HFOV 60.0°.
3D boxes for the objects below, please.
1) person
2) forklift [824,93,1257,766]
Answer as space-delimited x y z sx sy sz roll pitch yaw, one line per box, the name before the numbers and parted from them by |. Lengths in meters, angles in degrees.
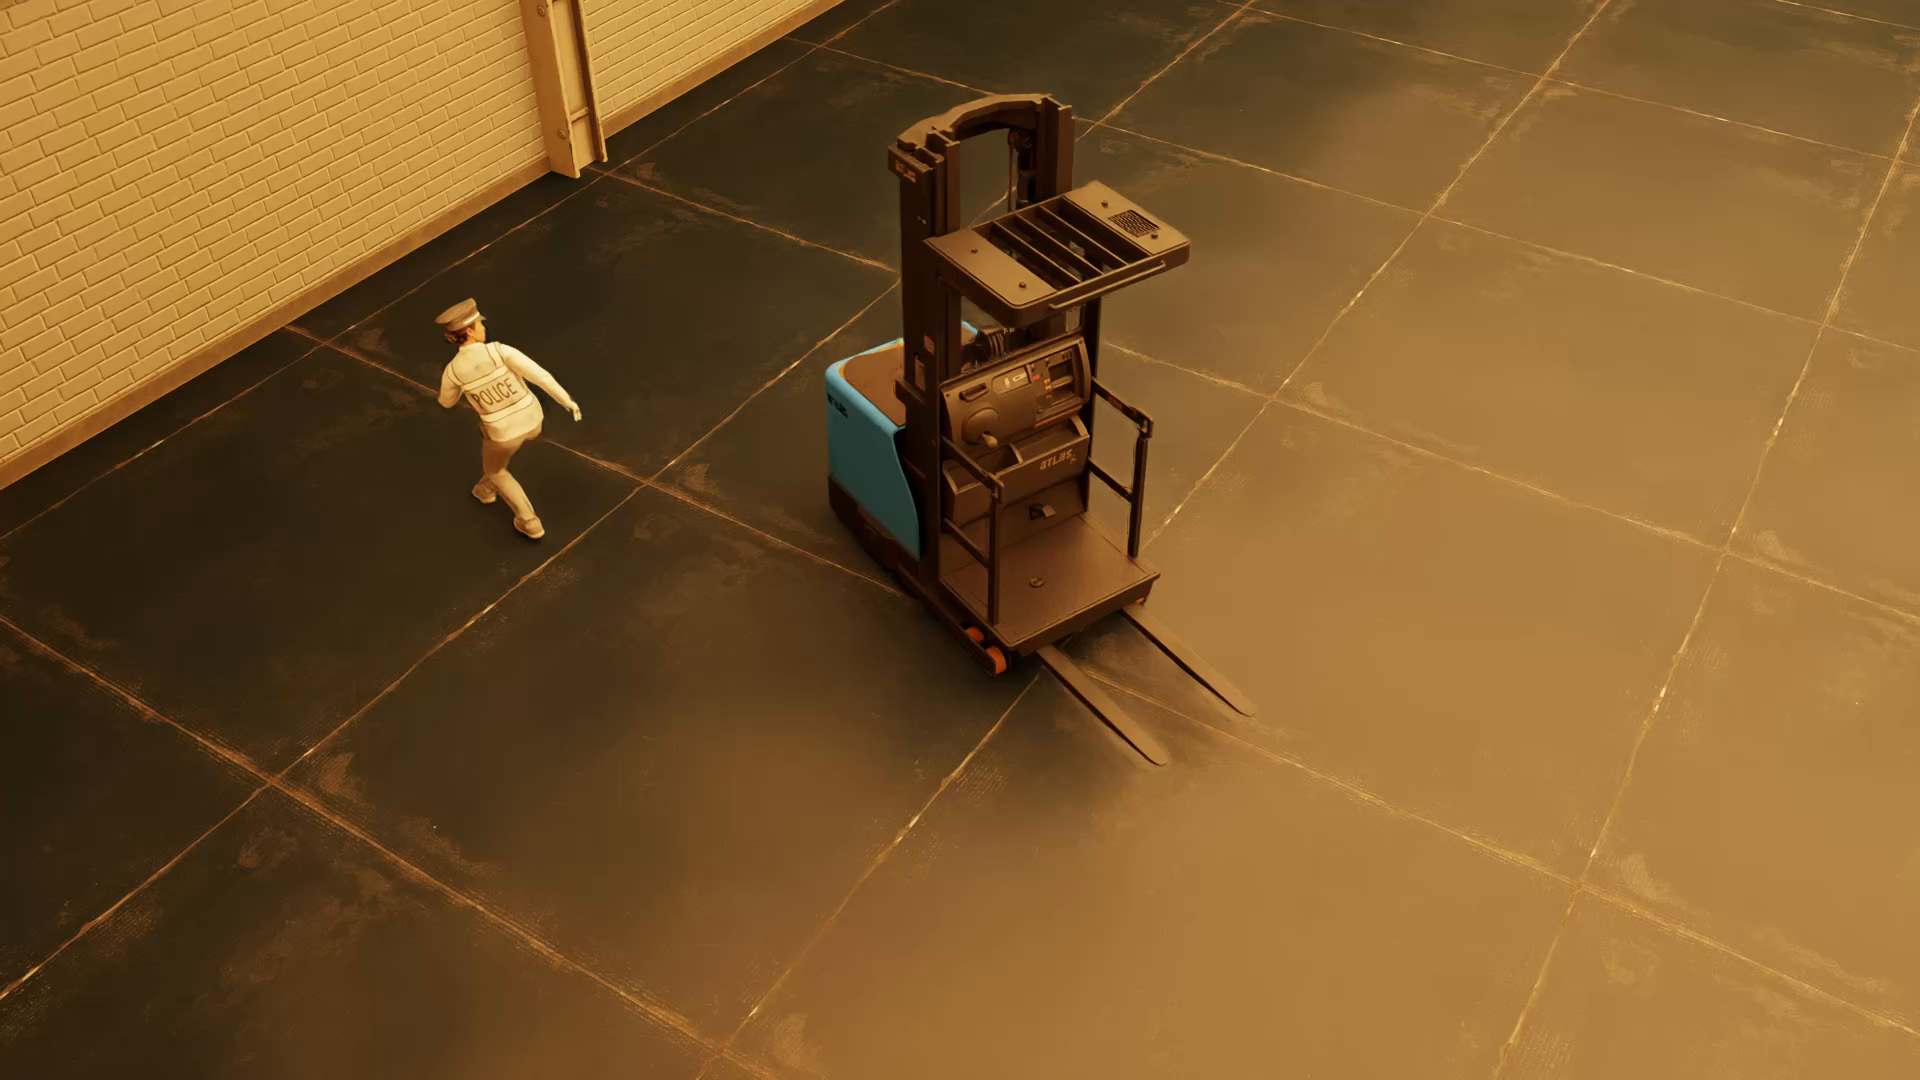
person | -2.733 -0.792 9.993 0.709 1.535 0.745 -23 46 -25
forklift | 0.436 -0.715 8.811 1.130 2.935 3.031 -24 46 -26
